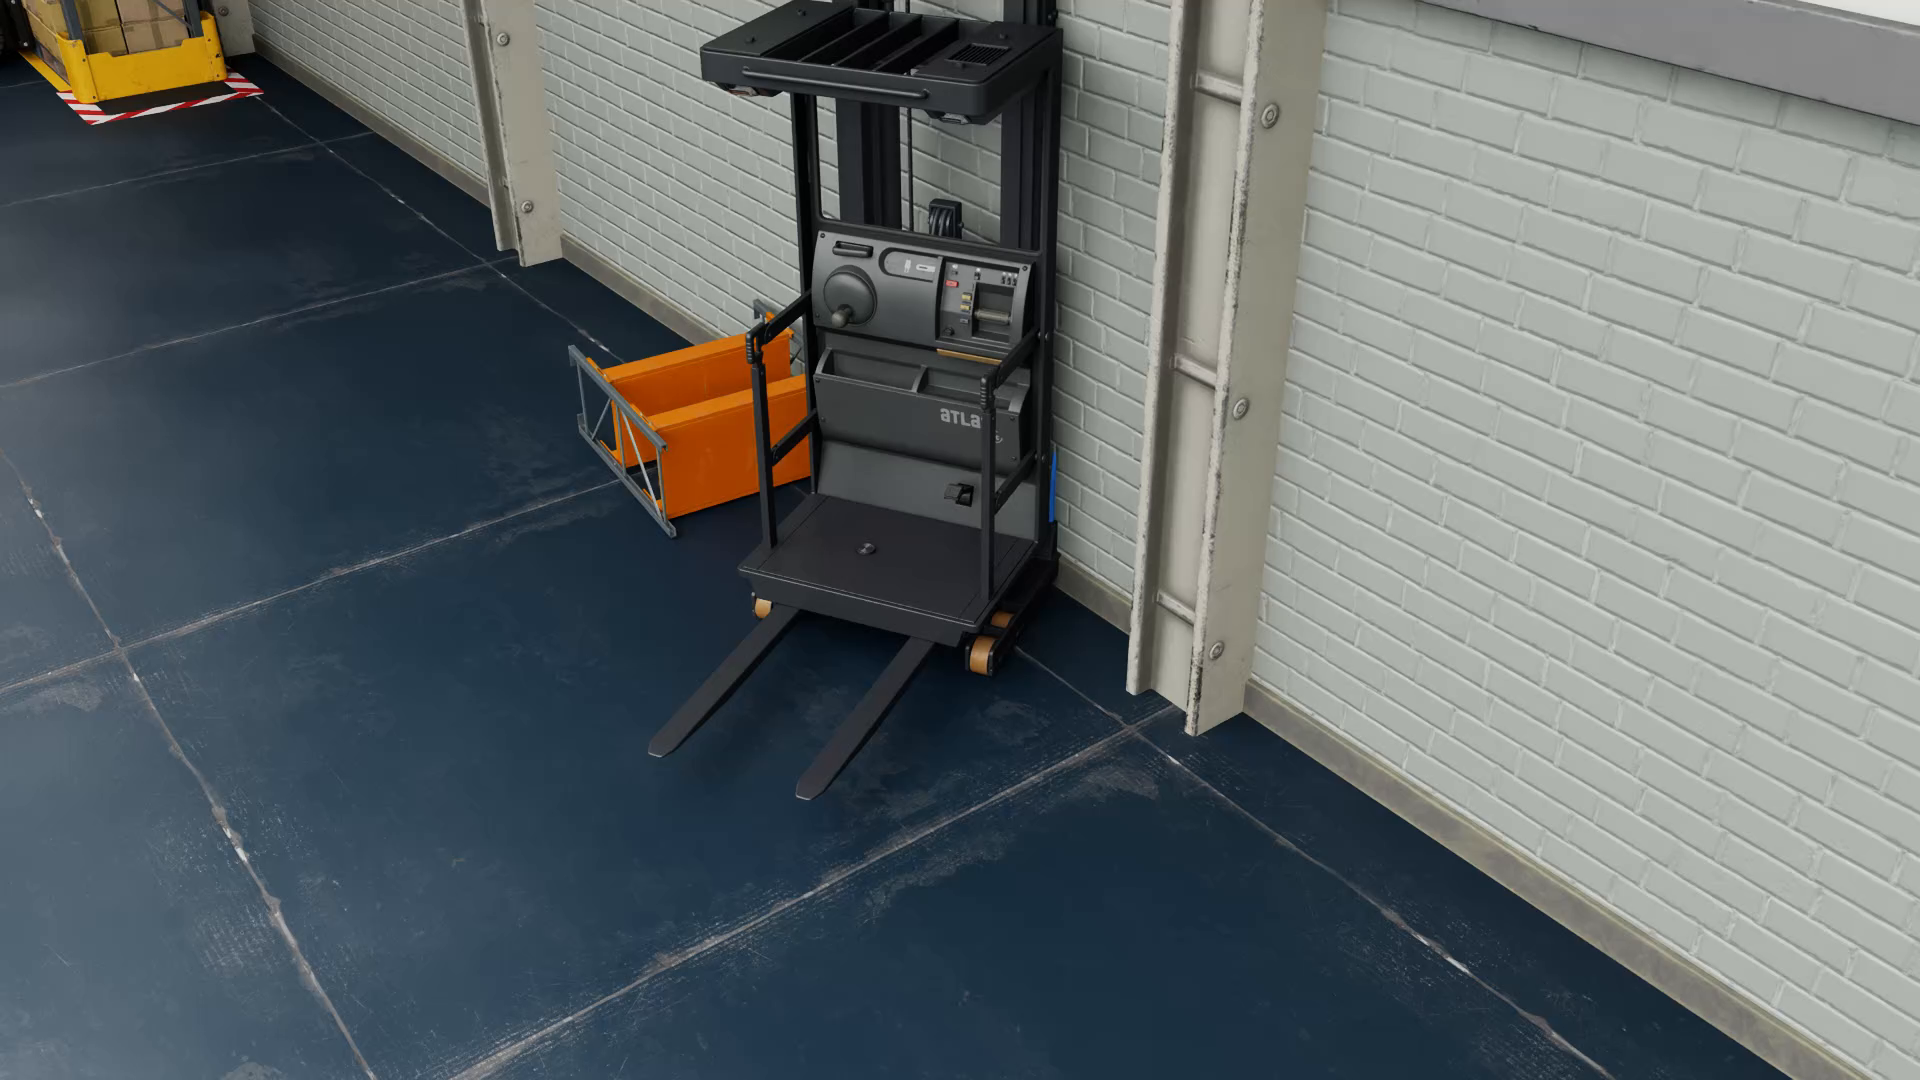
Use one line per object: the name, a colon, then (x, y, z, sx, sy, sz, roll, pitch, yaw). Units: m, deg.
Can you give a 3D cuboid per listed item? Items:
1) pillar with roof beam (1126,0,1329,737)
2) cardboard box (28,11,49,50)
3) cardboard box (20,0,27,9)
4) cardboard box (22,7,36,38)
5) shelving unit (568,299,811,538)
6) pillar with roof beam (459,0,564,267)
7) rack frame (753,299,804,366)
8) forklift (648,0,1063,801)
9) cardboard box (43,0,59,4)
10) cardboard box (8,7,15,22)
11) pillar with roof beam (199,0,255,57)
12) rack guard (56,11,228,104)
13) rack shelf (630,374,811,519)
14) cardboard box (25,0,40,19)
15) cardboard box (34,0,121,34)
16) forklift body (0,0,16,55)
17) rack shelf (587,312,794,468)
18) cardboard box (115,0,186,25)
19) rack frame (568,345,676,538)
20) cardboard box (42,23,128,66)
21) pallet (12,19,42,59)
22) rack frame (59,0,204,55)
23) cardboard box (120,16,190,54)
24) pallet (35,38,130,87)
pillar with roof beam: (-2.486, -1.790, 2.103, 9.100, 9.000, 0.400, -22, 38, -31)
cardboard box: (-7.564, -4.368, 14.148, 0.500, 0.250, 0.500, -22, 38, -31)
cardboard box: (-7.907, -4.799, 14.368, 0.500, 0.250, 0.500, -23, 39, -32)
cardboard box: (-7.864, -4.580, 14.489, 0.500, 0.250, 0.500, -22, 38, -31)
shelving unit: (-1.202, -0.637, 8.222, 1.048, 0.538, 1.125, -19, 39, -27)
pillar with roof beam: (-6.165, -4.291, 6.129, 9.100, 9.000, 0.400, -22, 38, -31)
rack frame: (-0.772, -0.784, 8.451, 0.032, 0.500, 1.125, -19, 39, -27)
forklift: (-0.243, -0.943, 6.490, 1.130, 2.935, 3.031, 13, 34, 19)
cardboard box: (-7.258, -4.580, 13.542, 0.500, 0.250, 0.500, -21, 37, -30)
cardboard box: (-8.200, -4.789, 14.826, 0.500, 0.250, 0.500, -21, 38, -30)
pillar with roof beam: (-9.845, -6.791, 10.156, 9.100, 9.000, 0.400, -22, 38, -31)
rack guard: (-6.714, -3.982, 13.688, 1.175, 0.500, 0.348, -22, 38, -31)
rack shelf: (-1.045, -0.497, 8.018, 1.000, 0.538, 0.278, -19, 39, -27)
cardboard box: (-7.573, -4.591, 14.033, 0.500, 0.250, 0.500, -23, 38, -32)
cardboard box: (-7.274, -4.378, 13.691, 0.500, 0.250, 0.500, -23, 38, -32)
forklift body: (-9.333, -4.893, 13.590, 2.313, 2.155, 1.214, -22, 38, -31)
rack shelf: (-1.333, -0.753, 8.393, 1.000, 0.538, 0.278, -19, 39, -27)
cardboard box: (-6.853, -4.540, 13.951, 0.500, 0.250, 0.500, -21, 38, -31)
rack frame: (-1.632, -0.489, 7.994, 0.032, 0.500, 1.125, -19, 39, -27)
cardboard box: (-7.267, -4.158, 13.810, 0.500, 0.250, 0.500, -22, 38, -31)
pallet: (-7.975, -4.683, 15.089, 1.003, 0.211, 1.213, -22, 38, -31)
rack frame: (-6.729, -5.054, 13.044, 1.000, 3.000, 0.127, -22, 38, -31)
cardboard box: (-6.876, -4.332, 14.090, 0.500, 0.250, 0.500, -22, 38, -31)
pallet: (-7.231, -4.175, 14.271, 1.003, 0.211, 1.213, -22, 38, -31)
